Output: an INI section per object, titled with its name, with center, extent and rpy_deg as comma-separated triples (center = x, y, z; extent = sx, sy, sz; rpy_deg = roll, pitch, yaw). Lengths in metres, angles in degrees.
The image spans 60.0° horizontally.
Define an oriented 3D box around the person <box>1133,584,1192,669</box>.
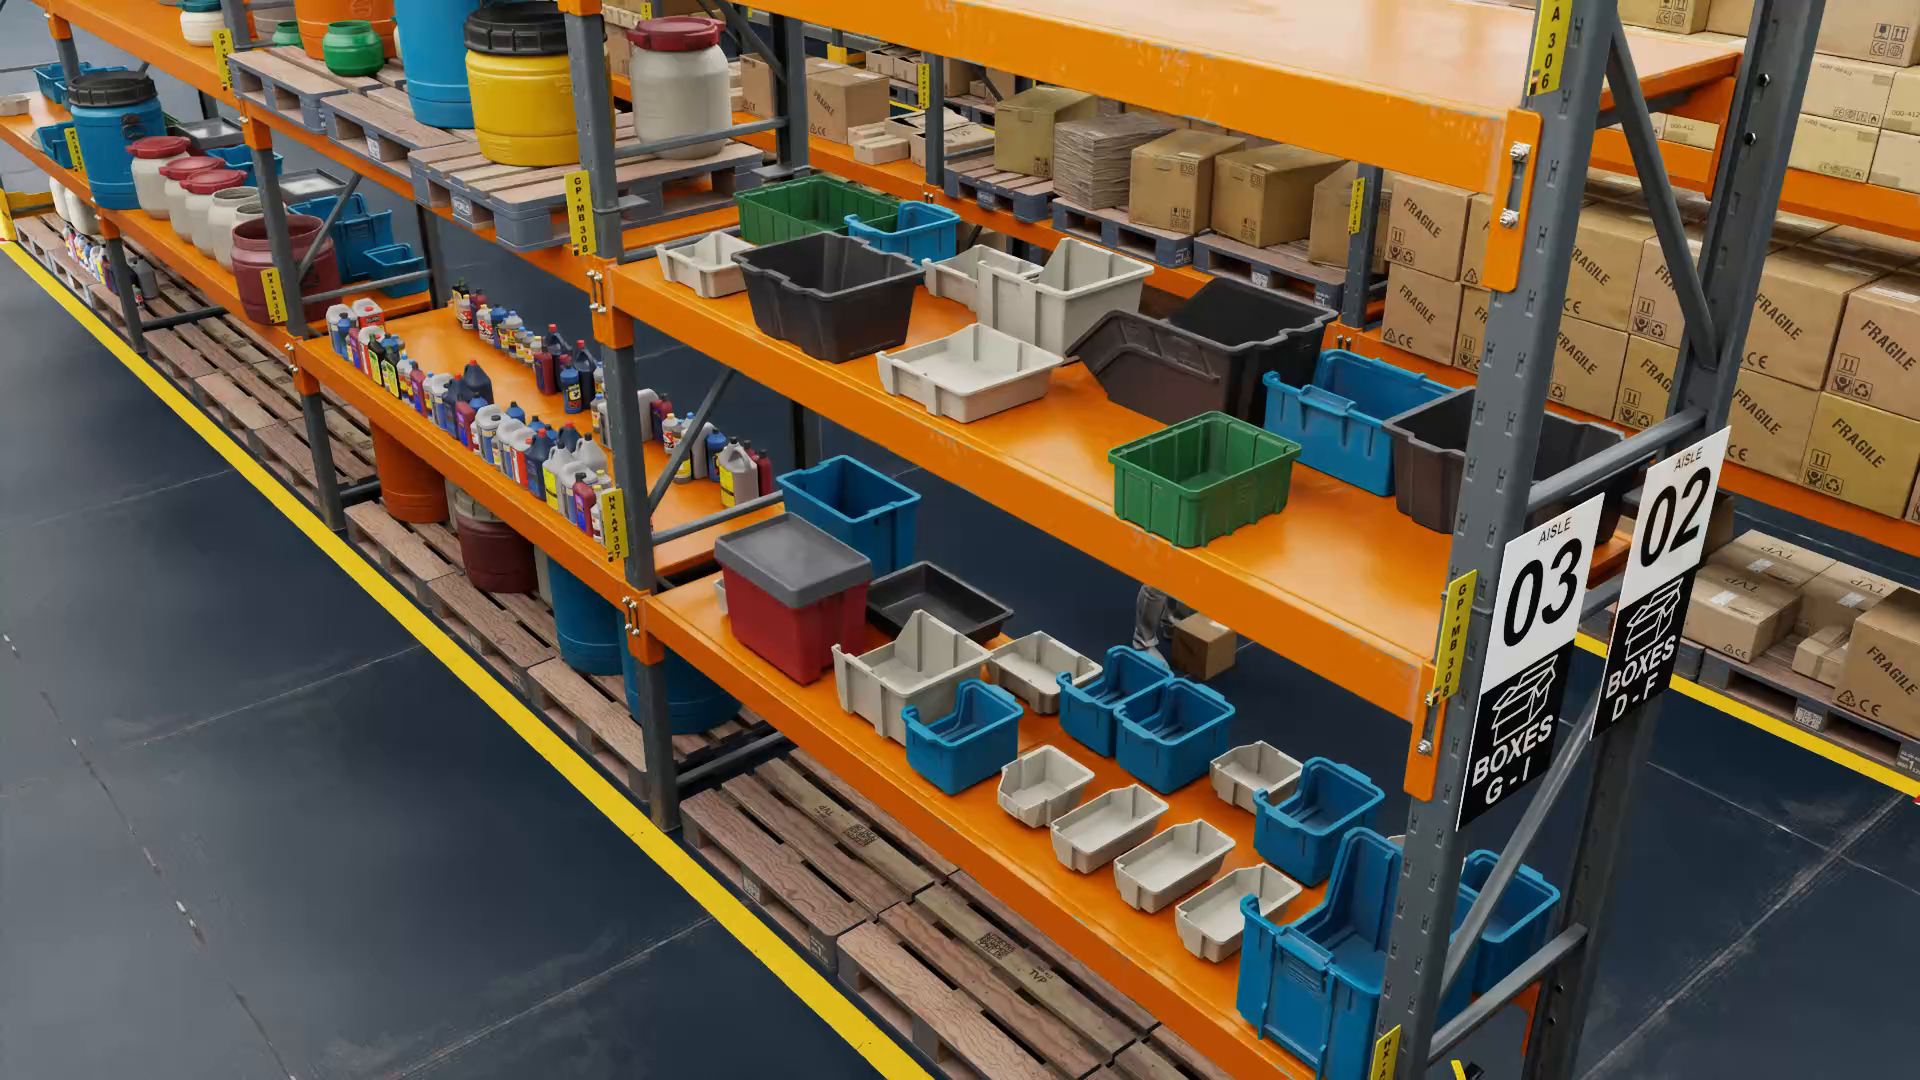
[person]
center = 1.187, -0.169, 8.921
extent = 0.629, 1.759, 0.460
rpy_deg = -24, 36, -38
